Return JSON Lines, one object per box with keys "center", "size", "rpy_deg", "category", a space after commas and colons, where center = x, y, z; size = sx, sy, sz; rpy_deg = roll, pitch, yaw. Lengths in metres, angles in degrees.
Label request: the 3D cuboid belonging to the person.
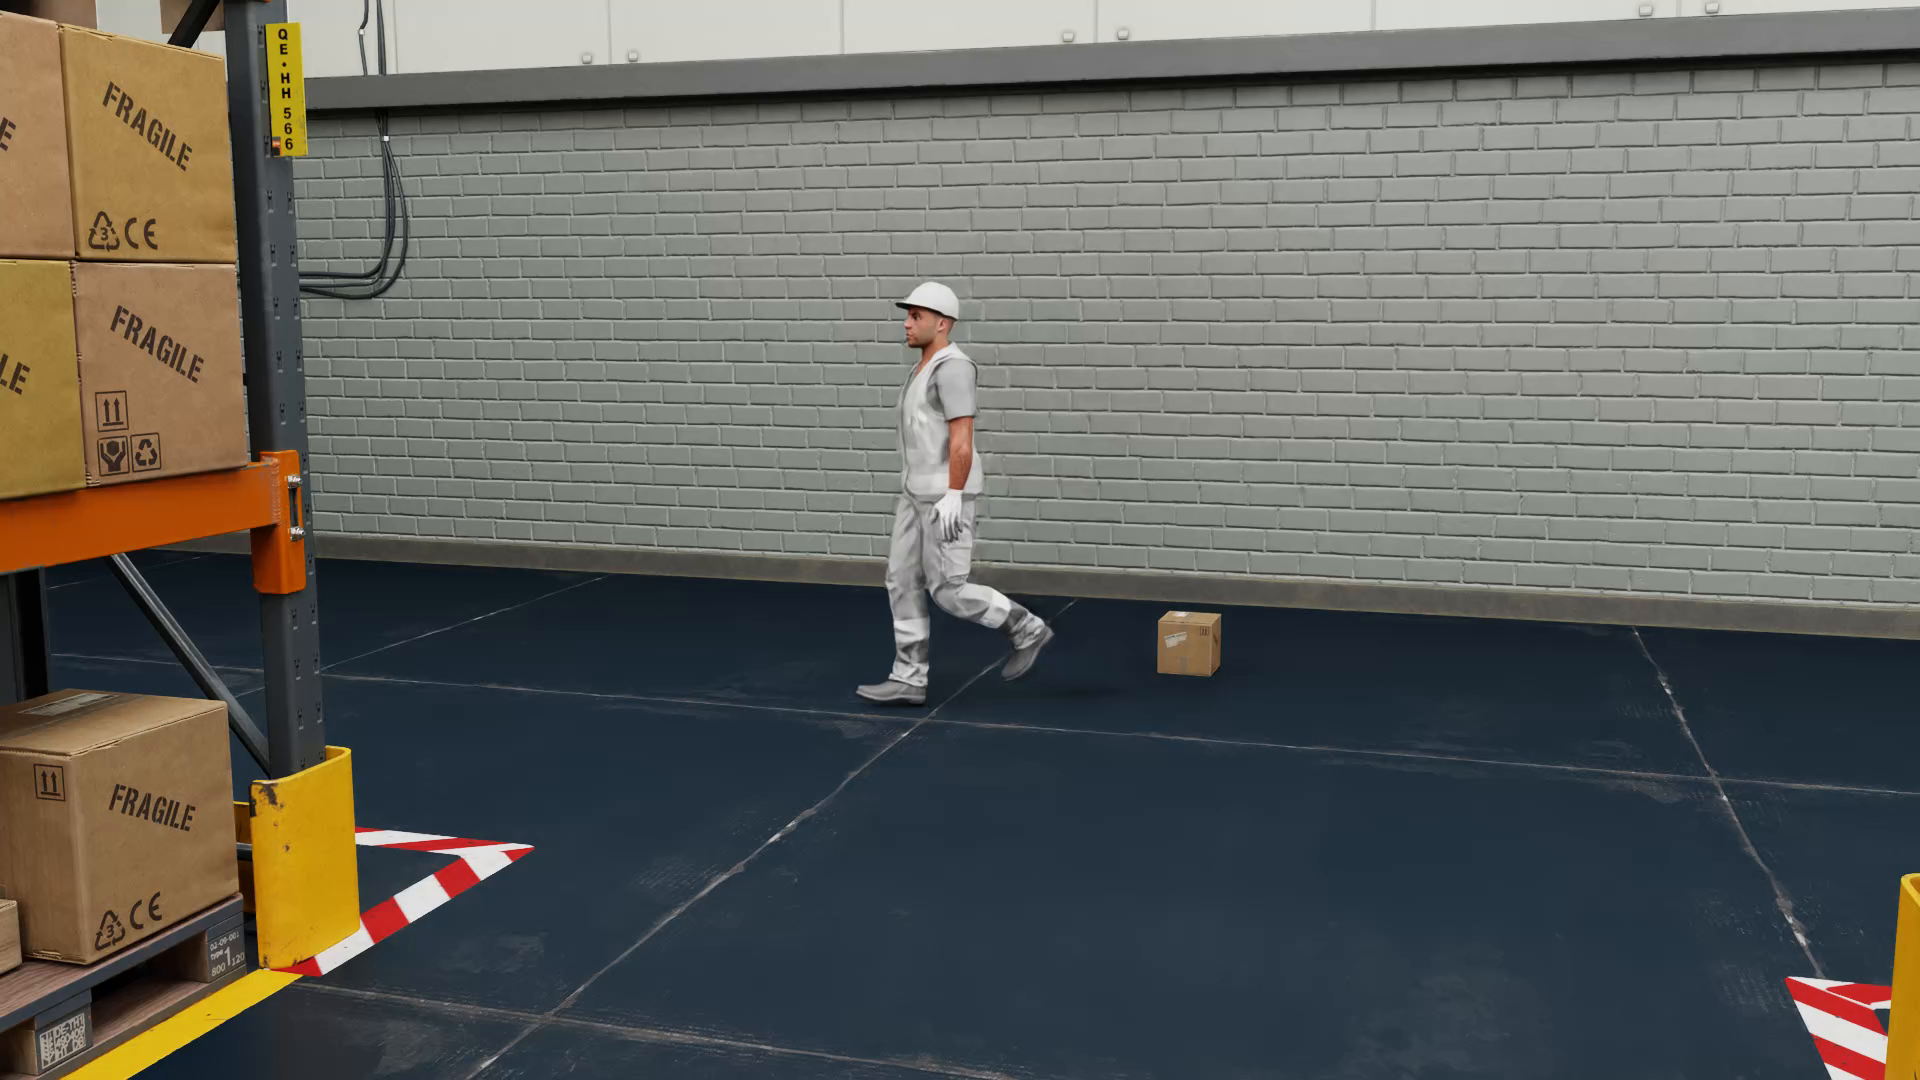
{"center": [-0.020, -0.189, 6.985], "size": [0.842, 1.769, 0.559], "rpy_deg": [-3, 9, -19], "category": "person"}
